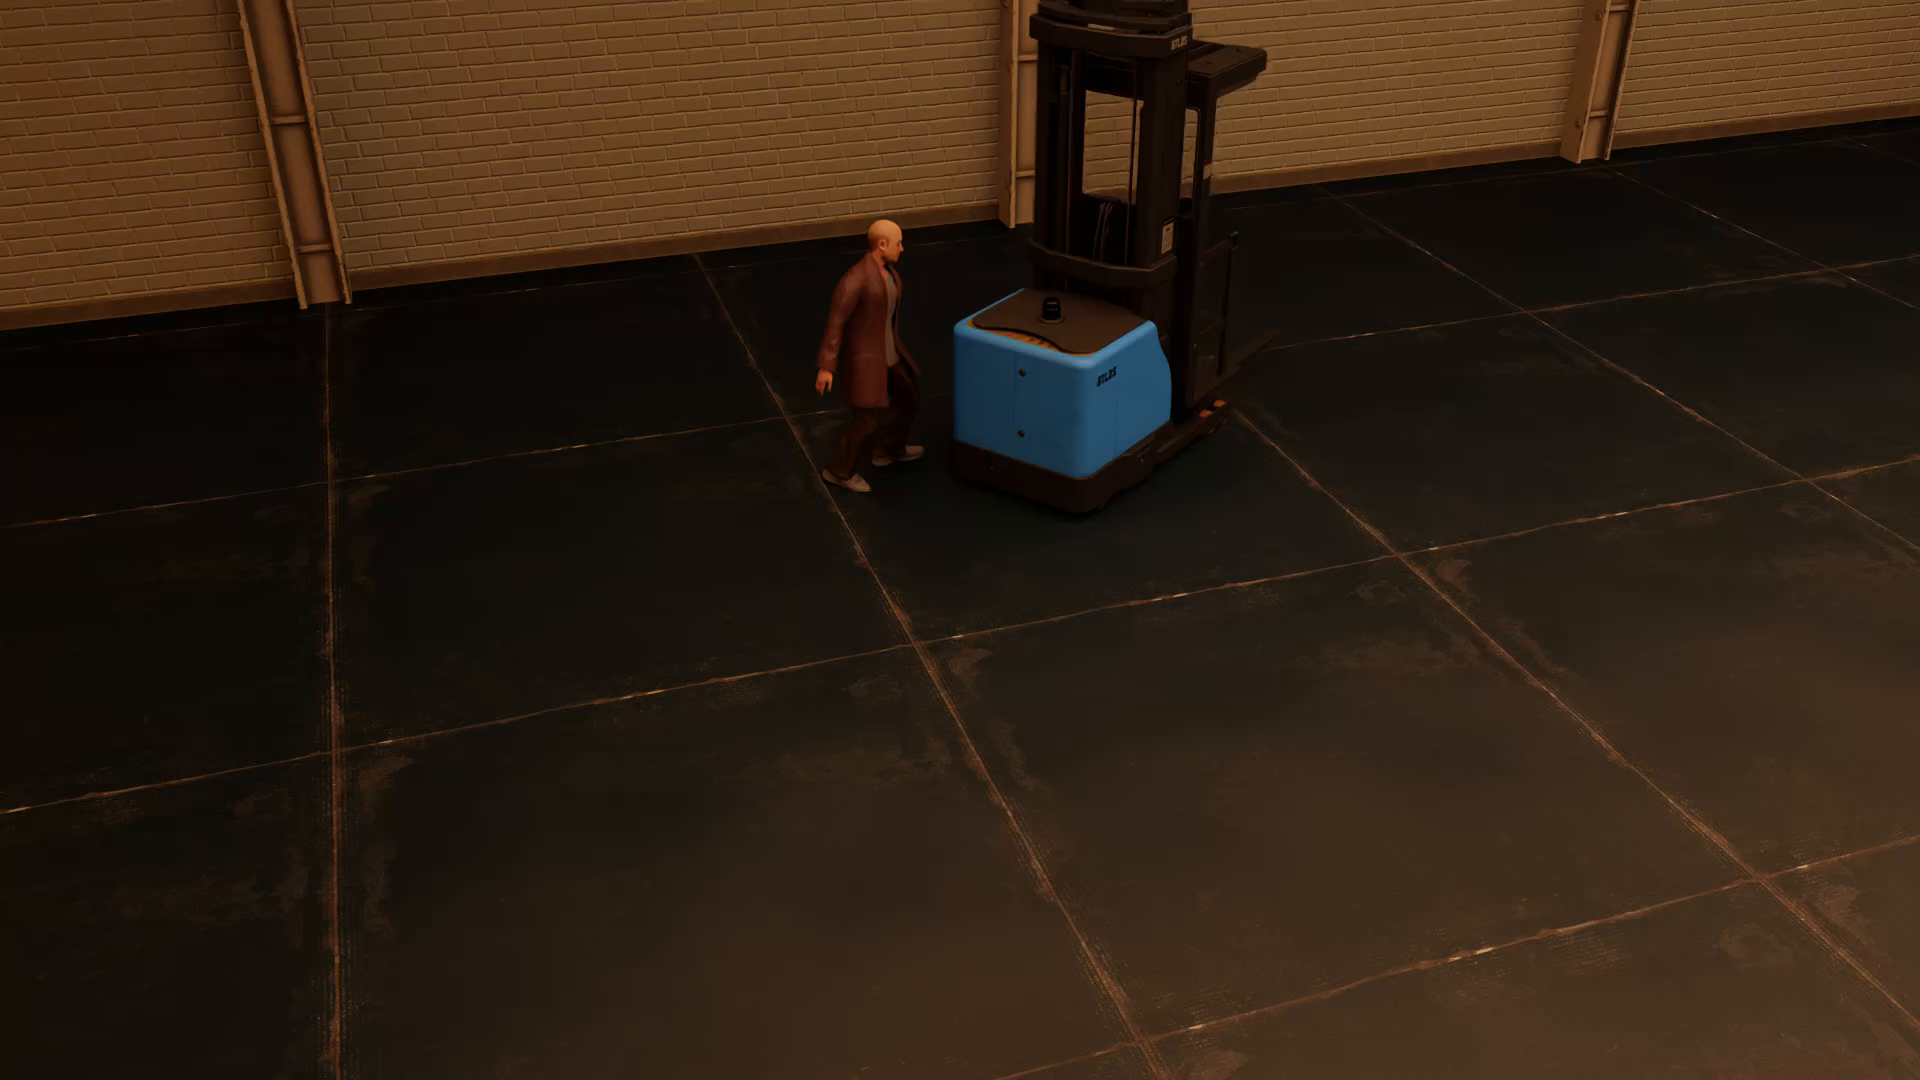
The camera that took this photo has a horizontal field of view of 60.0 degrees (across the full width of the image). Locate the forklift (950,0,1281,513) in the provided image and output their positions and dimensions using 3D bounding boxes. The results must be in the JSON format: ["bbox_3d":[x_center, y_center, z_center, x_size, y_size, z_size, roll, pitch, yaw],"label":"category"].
[{"bbox_3d":[1.212,-2.113,10.759,1.130,2.935,3.031,20,35,31],"label":"forklift"}]

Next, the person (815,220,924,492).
[{"bbox_3d":[-0.574,-1.124,10.304,0.529,1.754,0.932,17,34,27],"label":"person"}]
